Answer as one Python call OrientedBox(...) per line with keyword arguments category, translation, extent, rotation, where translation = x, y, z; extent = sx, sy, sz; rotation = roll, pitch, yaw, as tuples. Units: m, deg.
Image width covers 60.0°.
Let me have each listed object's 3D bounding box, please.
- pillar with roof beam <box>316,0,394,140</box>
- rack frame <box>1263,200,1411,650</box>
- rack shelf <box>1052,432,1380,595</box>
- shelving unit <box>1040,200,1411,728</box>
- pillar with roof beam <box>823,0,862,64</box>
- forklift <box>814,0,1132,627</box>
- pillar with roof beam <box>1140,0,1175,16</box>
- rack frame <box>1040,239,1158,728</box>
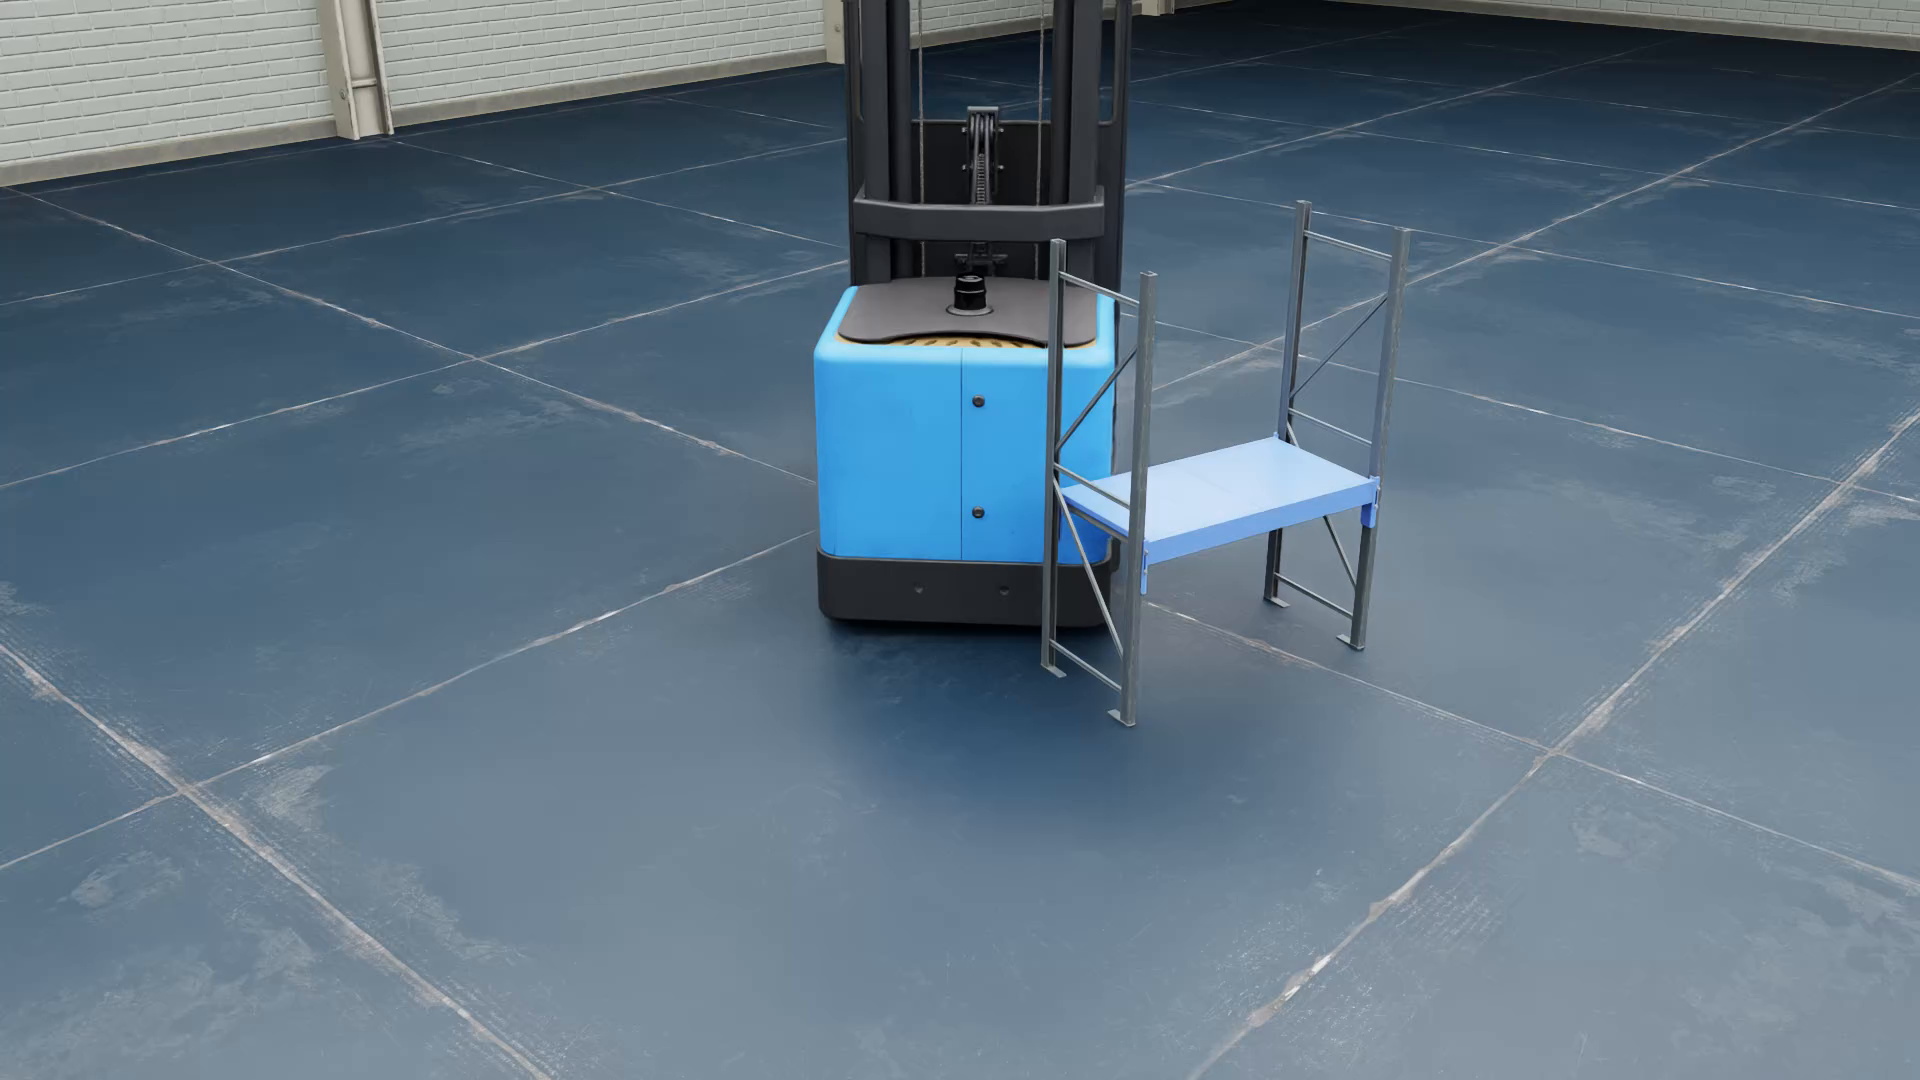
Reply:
OrientedBox(category="pillar with roof beam", translation=(-2.085, -6.539, 10.336), extent=(9.100, 9.000, 0.400), rotation=(20, 31, 38))
OrientedBox(category="rack frame", translation=(1.288, -0.384, 5.773), extent=(0.032, 1.500, 0.500), rotation=(-14, 28, -29))
OrientedBox(category="rack shelf", translation=(0.857, -0.110, 5.601), extent=(1.000, 0.185, 0.538), rotation=(-14, 28, -29))
OrientedBox(category="shelving unit", translation=(0.857, -0.274, 5.528), extent=(1.048, 1.500, 0.538), rotation=(-14, 28, -29))
OrientedBox(category="pillar with roof beam", translation=(1.920, -8.367, 14.413), extent=(9.100, 9.000, 0.400), rotation=(20, 31, 38))
OrientedBox(category="forklift", translation=(0.124, -1.593, 6.720), extent=(1.130, 2.935, 3.031), rotation=(2, 24, 4))
OrientedBox(category="pillar with roof beam", translation=(5.924, -10.195, 18.490), extent=(9.100, 9.000, 0.400), rotation=(20, 31, 38))
OrientedBox(category="rack frame", translation=(0.425, -0.164, 5.283), extent=(0.032, 1.500, 0.500), rotation=(-14, 28, -29))
